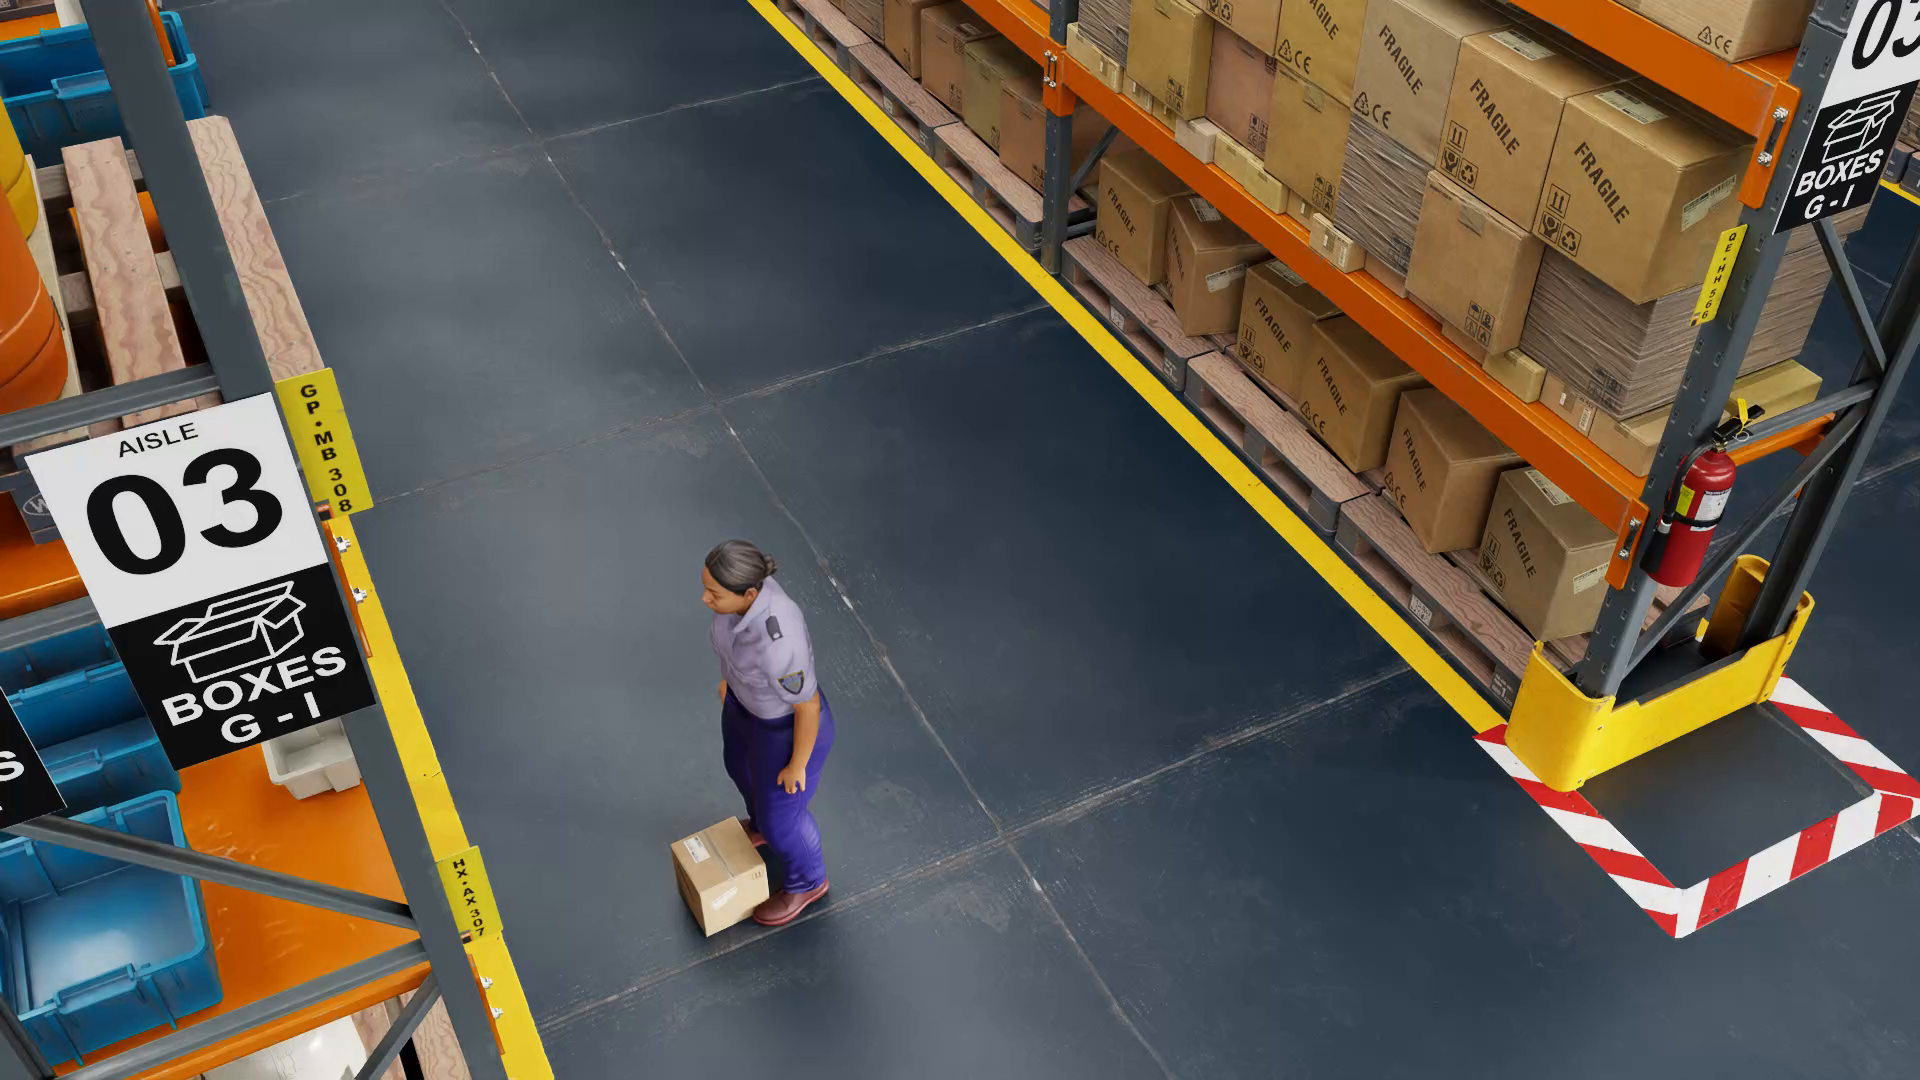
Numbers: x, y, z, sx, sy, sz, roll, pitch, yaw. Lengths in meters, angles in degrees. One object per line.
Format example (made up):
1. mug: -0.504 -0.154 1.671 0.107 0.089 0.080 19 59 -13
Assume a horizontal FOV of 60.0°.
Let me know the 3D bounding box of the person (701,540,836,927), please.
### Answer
1. person: -0.639 0.591 5.498 0.375 1.651 0.563 -22 46 -23
